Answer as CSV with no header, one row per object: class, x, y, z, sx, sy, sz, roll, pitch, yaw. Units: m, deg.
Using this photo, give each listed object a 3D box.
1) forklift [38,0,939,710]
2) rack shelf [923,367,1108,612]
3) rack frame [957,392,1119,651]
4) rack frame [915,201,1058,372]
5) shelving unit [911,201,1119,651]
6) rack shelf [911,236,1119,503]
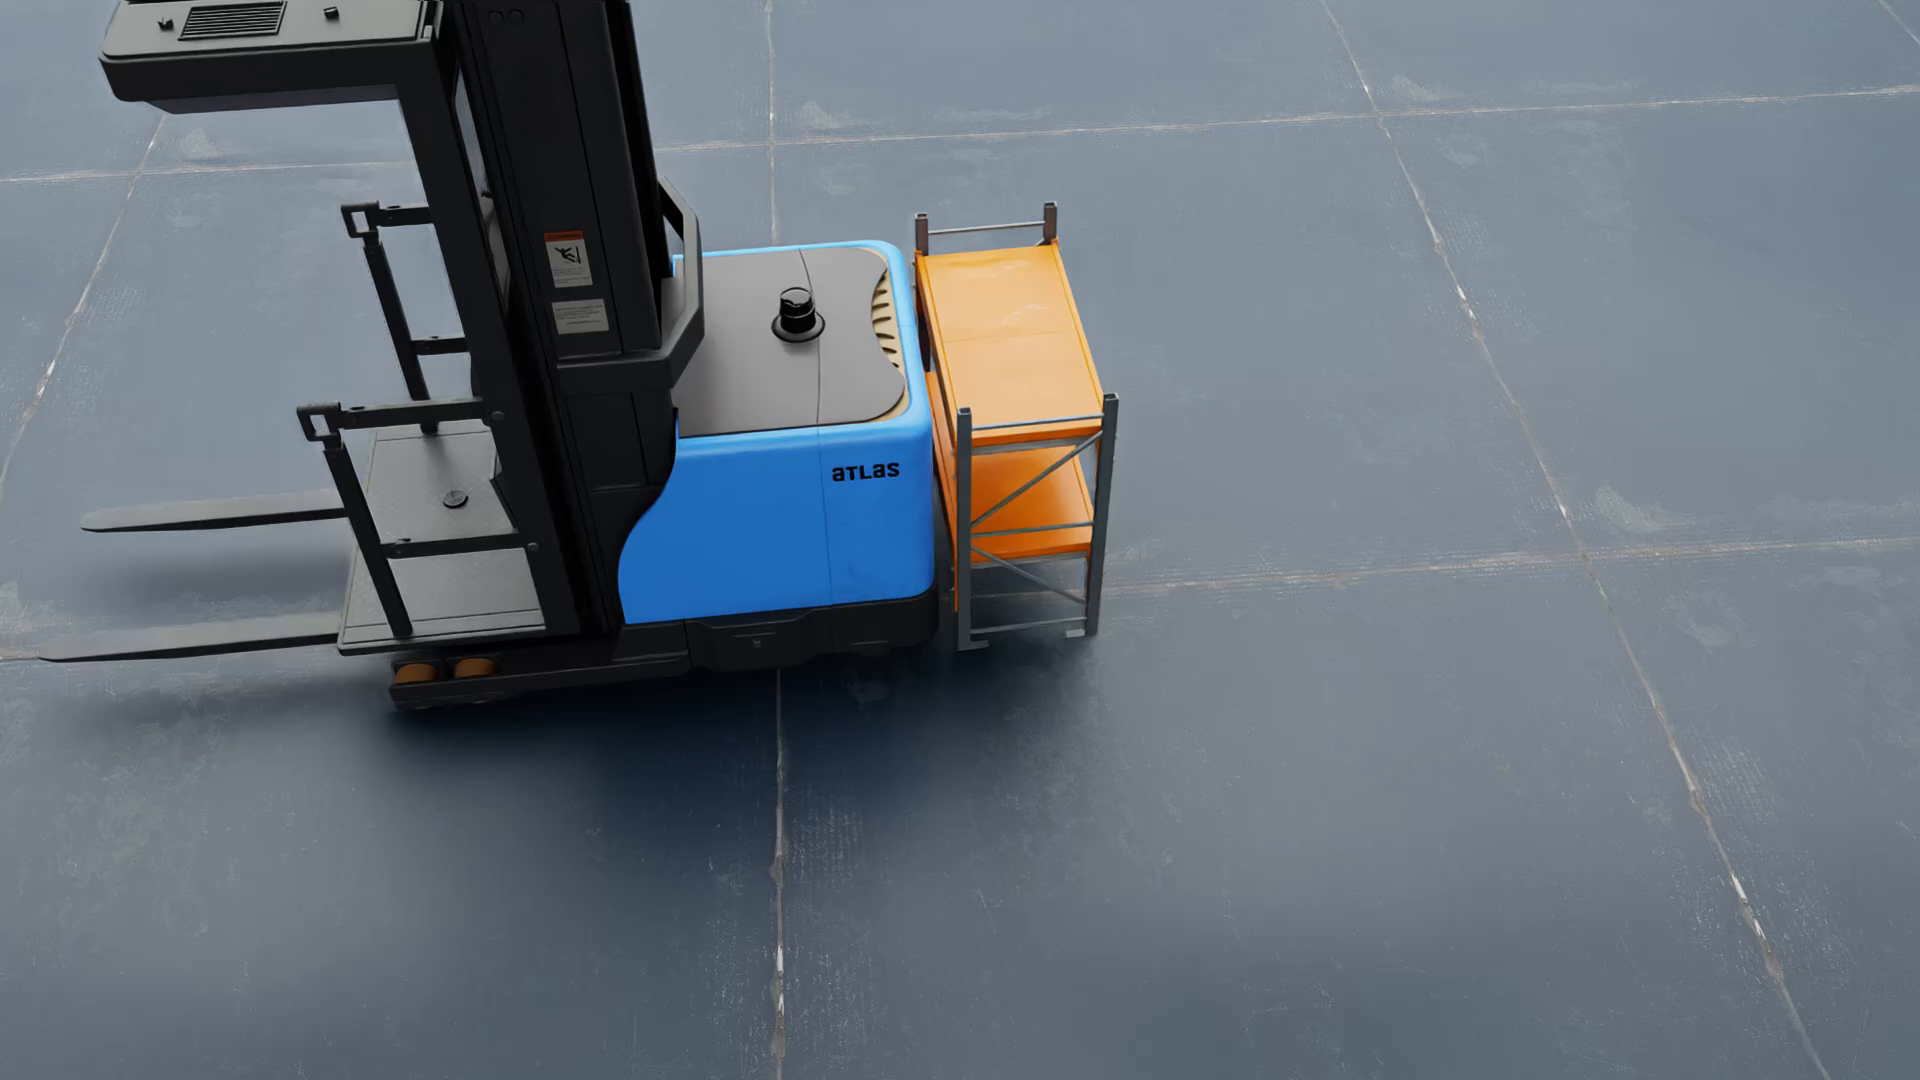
forklift,-1.631,-0.838,5.025,3.031,2.935,1.130,-5,47,-5
rack shelf,0.166,-0.230,6.029,0.538,0.278,1.000,-6,47,-6
rack frame,0.240,-0.033,5.506,0.500,1.125,0.032,-6,47,-6
rack frame,0.092,-0.763,6.198,0.500,1.125,0.032,-6,47,-6
shelving unit,0.166,-0.398,5.852,0.538,1.125,1.048,-6,47,-6
rack shelf,0.166,-0.599,5.639,0.538,0.278,1.000,-6,47,-6
